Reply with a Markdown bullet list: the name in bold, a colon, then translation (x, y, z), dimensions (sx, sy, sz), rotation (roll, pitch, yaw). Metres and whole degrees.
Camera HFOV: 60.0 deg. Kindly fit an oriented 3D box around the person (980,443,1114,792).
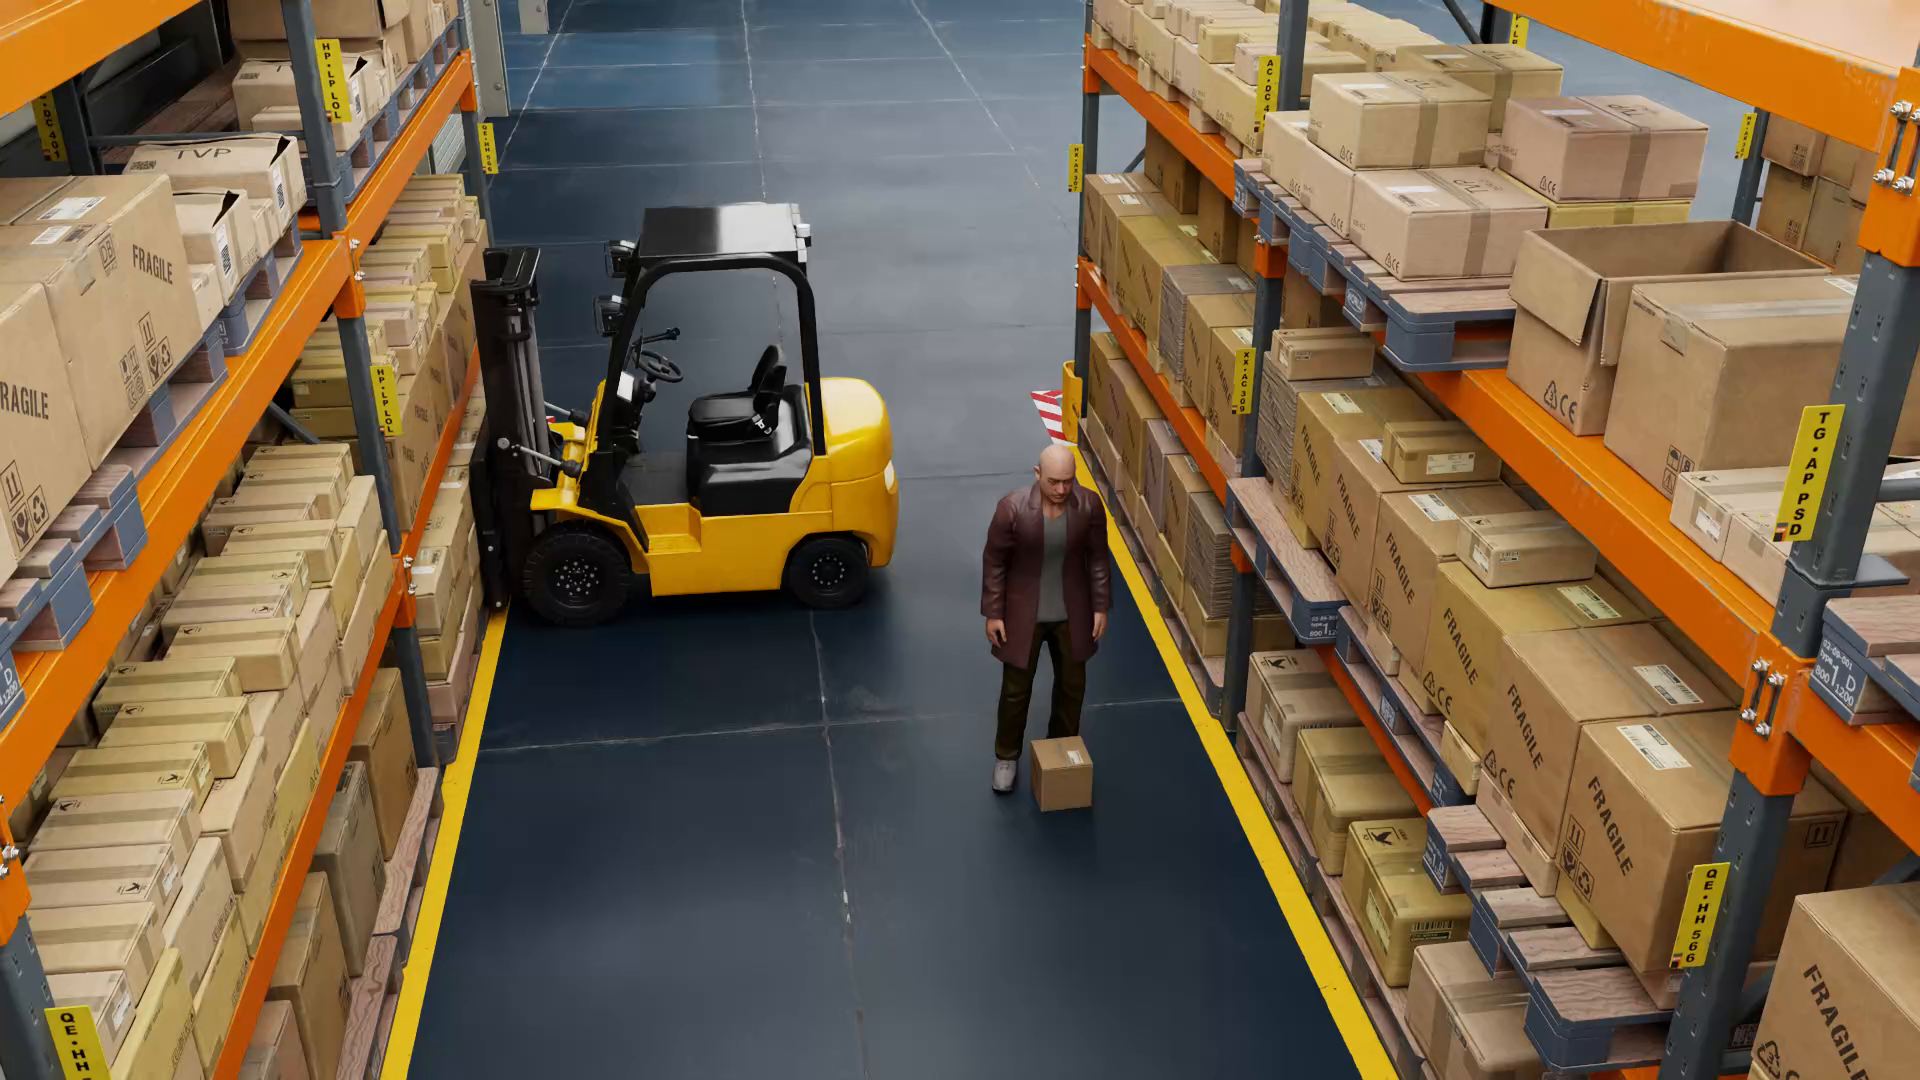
- **person**: translation (0.415, 0.350, 7.940), dimensions (0.644, 1.774, 0.430), rotation (-4, 27, -8)
